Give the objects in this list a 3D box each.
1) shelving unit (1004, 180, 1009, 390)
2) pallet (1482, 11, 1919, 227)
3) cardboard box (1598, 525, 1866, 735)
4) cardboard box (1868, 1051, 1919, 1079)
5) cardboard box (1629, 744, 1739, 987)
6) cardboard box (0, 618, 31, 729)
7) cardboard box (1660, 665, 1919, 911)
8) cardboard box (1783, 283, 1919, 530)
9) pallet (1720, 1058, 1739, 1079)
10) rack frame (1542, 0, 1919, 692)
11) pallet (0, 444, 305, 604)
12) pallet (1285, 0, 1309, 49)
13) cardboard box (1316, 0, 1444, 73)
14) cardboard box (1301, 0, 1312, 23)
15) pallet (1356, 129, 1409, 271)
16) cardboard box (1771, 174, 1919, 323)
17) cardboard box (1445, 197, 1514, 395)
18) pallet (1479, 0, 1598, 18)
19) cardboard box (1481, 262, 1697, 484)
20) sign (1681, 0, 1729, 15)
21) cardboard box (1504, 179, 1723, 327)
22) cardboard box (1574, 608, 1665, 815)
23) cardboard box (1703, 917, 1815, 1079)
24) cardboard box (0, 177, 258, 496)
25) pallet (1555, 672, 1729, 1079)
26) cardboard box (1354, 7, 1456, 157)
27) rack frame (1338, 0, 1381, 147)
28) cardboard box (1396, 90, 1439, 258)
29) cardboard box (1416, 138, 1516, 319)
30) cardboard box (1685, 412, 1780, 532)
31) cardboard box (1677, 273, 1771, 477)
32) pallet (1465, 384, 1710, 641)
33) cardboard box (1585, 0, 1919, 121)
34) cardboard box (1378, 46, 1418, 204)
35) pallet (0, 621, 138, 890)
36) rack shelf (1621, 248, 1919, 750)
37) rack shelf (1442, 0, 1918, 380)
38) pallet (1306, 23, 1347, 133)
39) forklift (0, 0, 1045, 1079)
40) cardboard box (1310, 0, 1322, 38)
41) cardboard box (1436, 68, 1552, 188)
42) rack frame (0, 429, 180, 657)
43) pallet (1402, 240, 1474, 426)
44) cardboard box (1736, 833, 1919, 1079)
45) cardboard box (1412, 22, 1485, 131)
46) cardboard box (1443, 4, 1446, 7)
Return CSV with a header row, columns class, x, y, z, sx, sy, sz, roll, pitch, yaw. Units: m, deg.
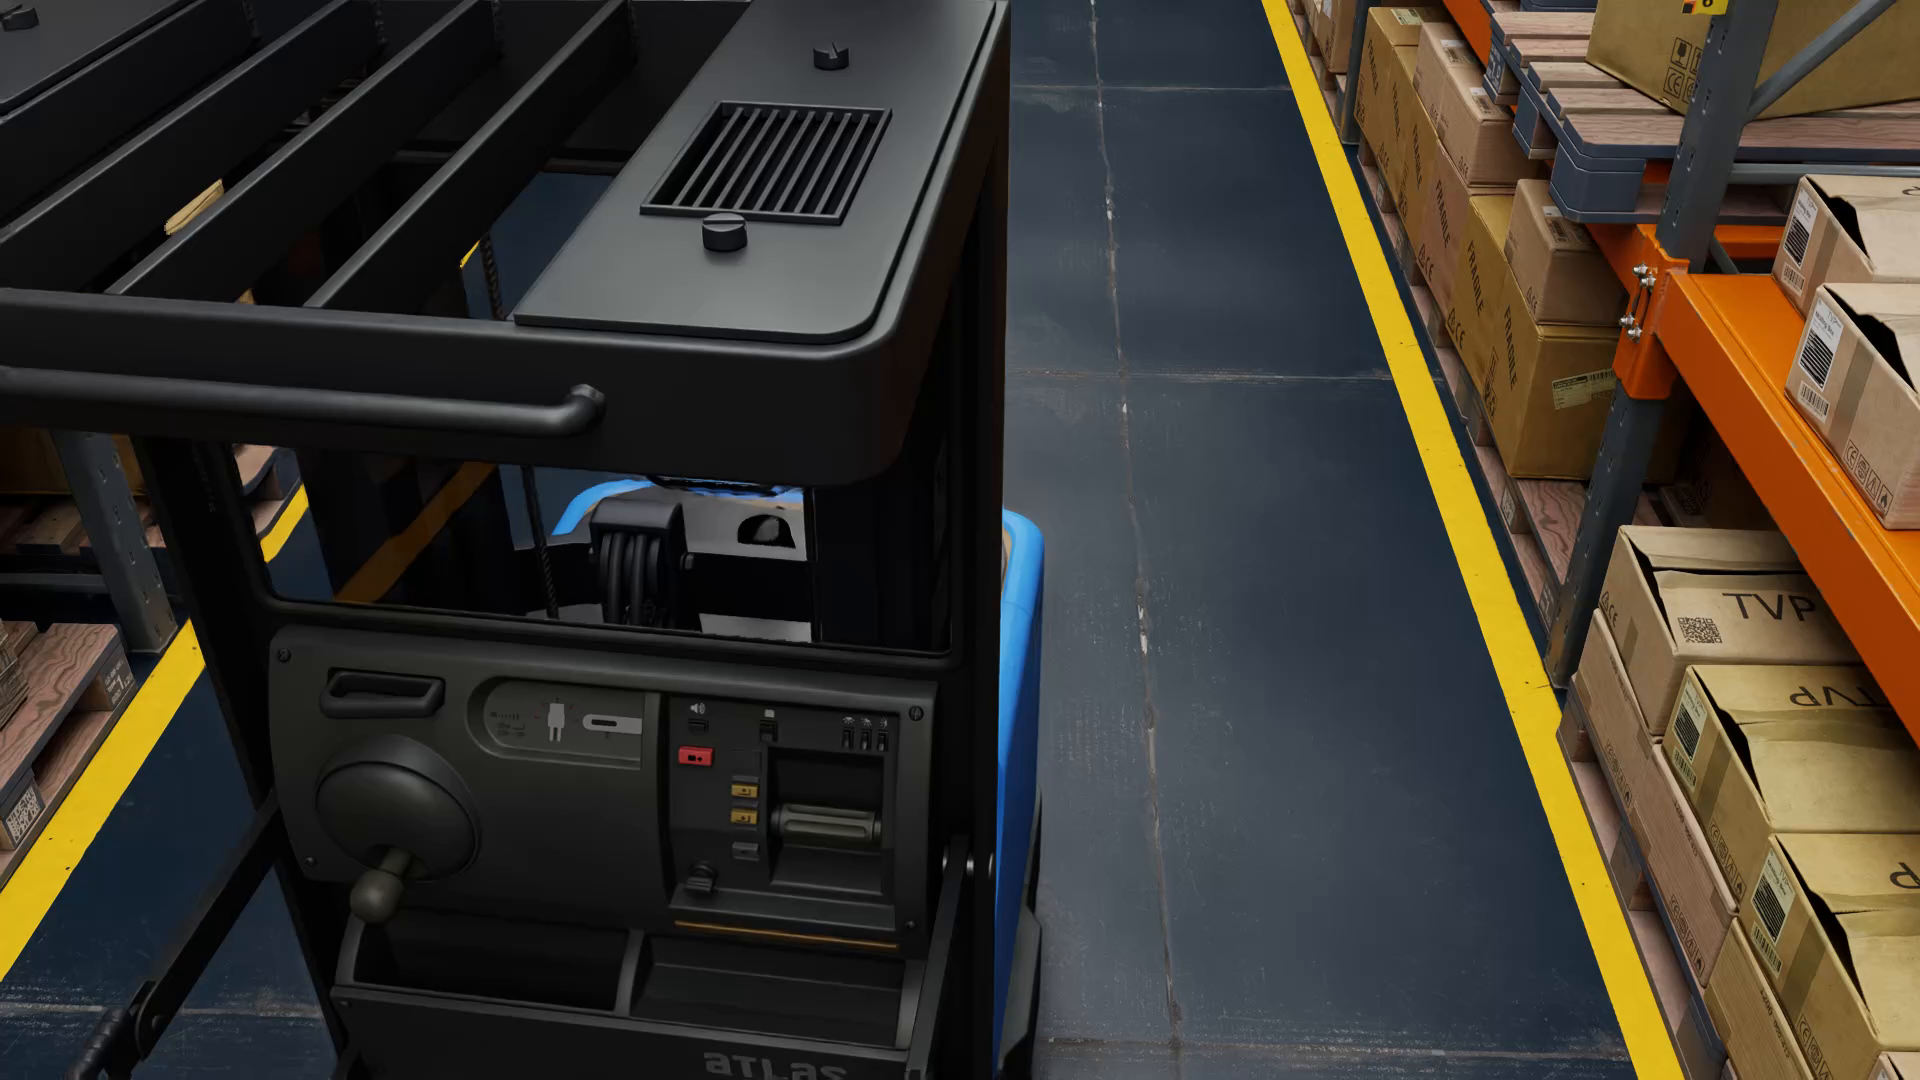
class,x,y,z,sx,sy,sz,roll,pitch,yaw
shelving unit,0.007,-0.586,5.040,0.258,1.200,0.503,1,35,2
pallet,2.117,-1.140,4.430,1.213,0.211,1.003,1,35,2
cardboard box,1.845,0.191,3.908,0.500,0.311,0.500,2,35,3
cardboard box,1.790,1.081,2.642,0.500,0.311,0.500,1,35,1
cardboard box,1.826,0.709,3.659,0.500,0.250,0.500,0,35,1
cardboard box,-2.767,0.318,3.980,0.700,0.500,0.500,2,35,3
cardboard box,1.833,0.493,3.479,0.500,0.311,0.500,1,35,1
cardboard box,1.930,-0.281,3.119,0.500,0.311,0.500,1,35,1
pallet,2.036,1.485,2.954,1.003,0.211,1.213,1,35,2
rack frame,2.160,-0.827,3.818,1.000,3.000,0.127,1,35,2
pallet,-2.683,-0.250,5.422,1.003,0.211,1.213,1,35,2
pallet,2.395,-3.082,9.451,1.003,0.211,1.213,1,35,2
cardboard box,2.060,-2.617,8.156,0.500,0.500,0.500,1,35,2
cardboard box,2.090,-2.970,8.823,0.500,0.311,0.500,1,35,2
pallet,2.326,-1.516,7.224,1.003,0.211,1.213,1,35,2
cardboard box,2.102,-0.583,3.548,0.500,0.311,0.500,3,35,5
cardboard box,1.984,-0.825,5.606,0.500,0.500,0.500,0,35,0
pallet,2.233,-1.866,5.463,1.003,0.211,1.213,1,35,2
cardboard box,1.963,-0.527,5.183,0.500,0.500,0.500,3,35,4
sign,1.617,-1.276,3.518,0.100,0.325,0.005,1,35,2
cardboard box,1.961,-0.867,5.013,0.500,0.250,0.500,3,35,4
cardboard box,1.845,0.420,4.070,0.500,0.250,0.500,1,35,2
cardboard box,1.811,1.008,3.234,0.500,0.250,0.500,0,35,1
cardboard box,-2.629,-0.651,5.072,0.750,0.750,0.750,1,35,1
pallet,2.088,0.786,3.948,1.003,0.211,1.213,1,35,2
cardboard box,2.058,-2.010,7.293,0.500,0.500,0.500,0,35,0
rack frame,2.320,-3.125,7.088,1.000,3.000,0.127,1,35,2
cardboard box,2.020,-1.417,6.448,0.500,0.500,0.500,2,35,2
cardboard box,1.999,-1.126,6.035,0.500,0.500,0.500,0,35,0
cardboard box,2.464,-0.239,4.773,0.500,0.500,0.500,3,35,4
cardboard box,2.479,-0.540,5.201,0.500,0.500,0.500,0,35,0
pallet,2.228,-0.114,5.229,1.003,0.211,1.213,1,35,2
cardboard box,2.072,-1.404,4.187,0.700,0.500,0.500,-10,36,-14
cardboard box,2.047,-1.704,6.857,0.500,0.500,0.500,2,35,3
pallet,-2.823,0.650,4.141,1.003,0.211,1.213,1,35,2
rack shelf,2.079,0.616,2.390,1.077,0.370,4.000,1,35,2
rack shelf,2.240,-1.682,5.660,1.077,0.370,4.000,1,35,2
pallet,2.349,-2.379,8.452,1.003,0.211,1.213,1,35,2
forklift,-0.525,0.415,2.111,1.130,2.935,3.031,5,35,6
cardboard box,2.015,-2.690,8.565,0.380,0.149,0.250,1,35,2
cardboard box,1.998,-1.454,5.850,0.500,0.250,0.500,1,35,1
rack frame,-2.790,-0.939,3.978,1.000,3.000,0.127,1,35,2
pallet,2.279,-0.813,6.224,1.003,0.211,1.213,1,35,2
cardboard box,1.810,0.786,3.062,0.500,0.311,0.500,0,35,1
cardboard box,2.017,-1.743,6.260,0.500,0.250,0.500,1,35,2
cardboard box,2.553,-2.441,8.071,0.500,0.311,0.500,1,35,2
